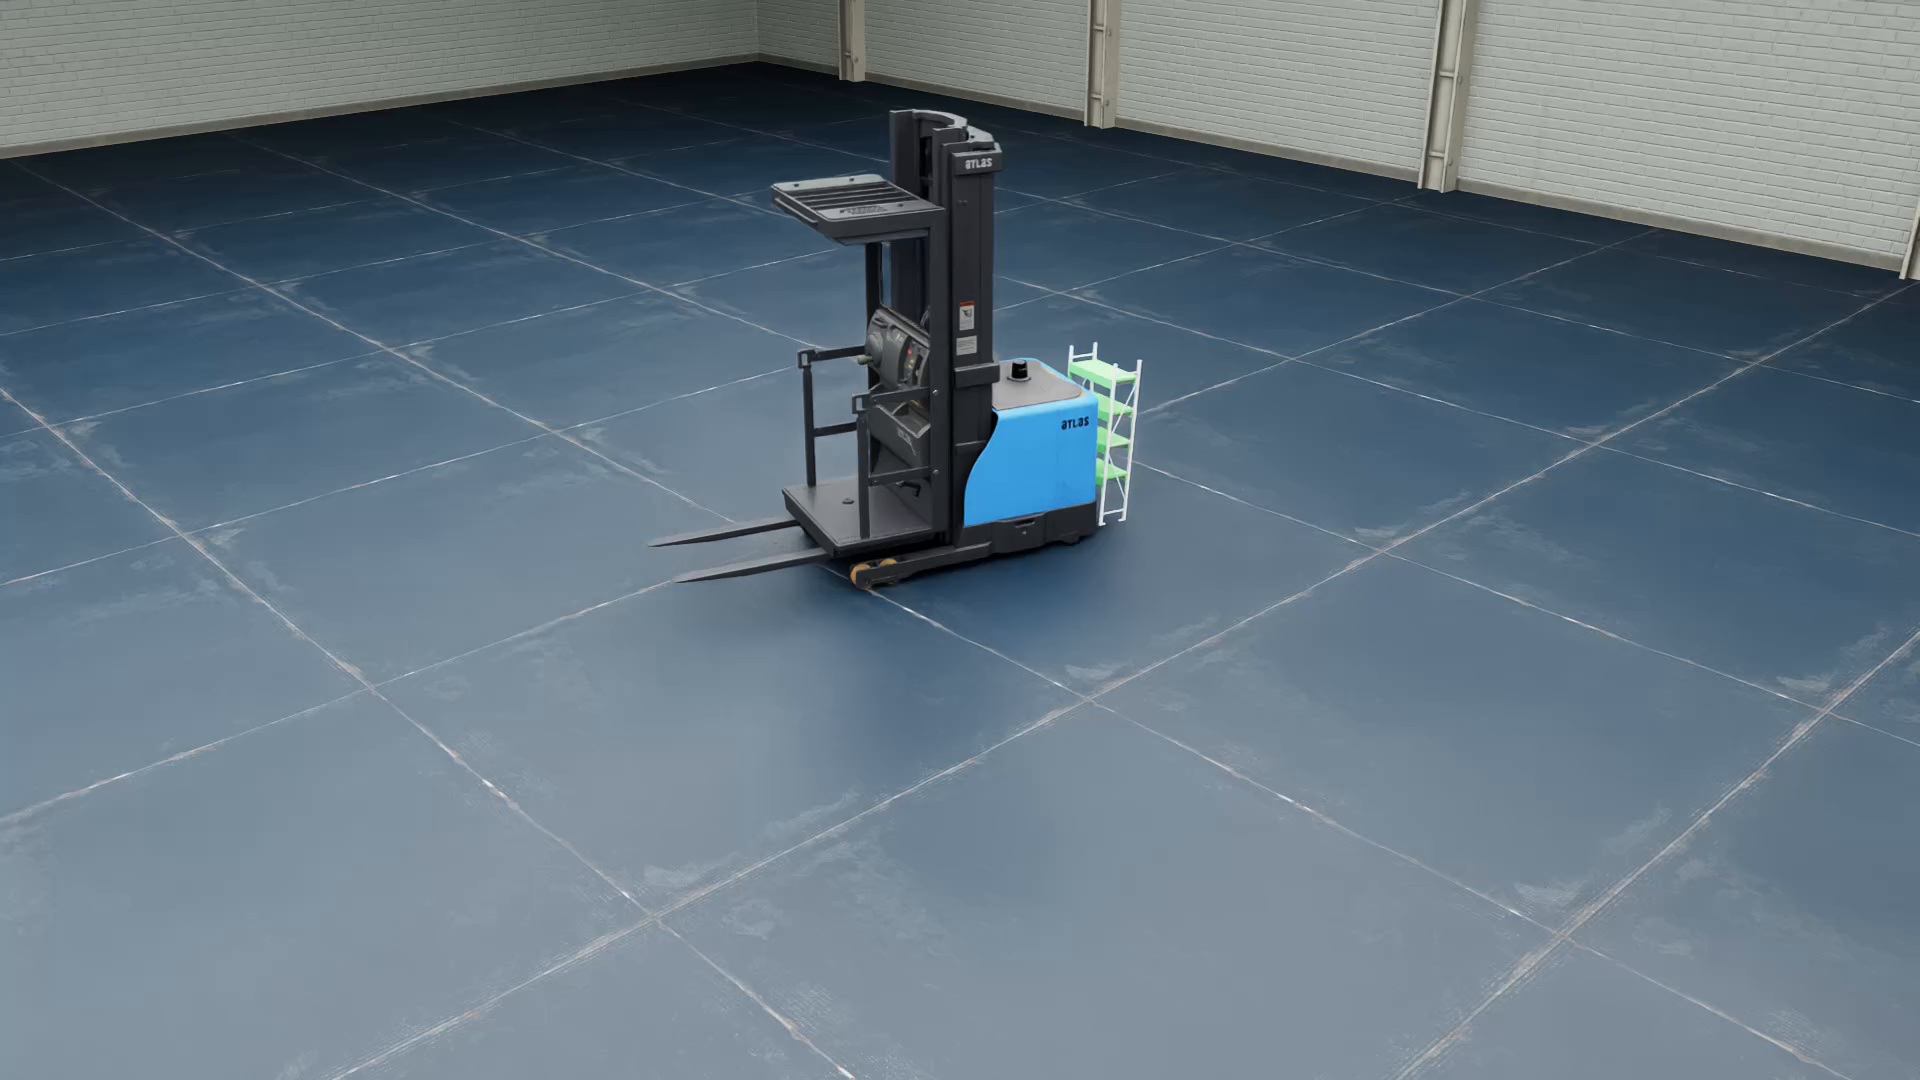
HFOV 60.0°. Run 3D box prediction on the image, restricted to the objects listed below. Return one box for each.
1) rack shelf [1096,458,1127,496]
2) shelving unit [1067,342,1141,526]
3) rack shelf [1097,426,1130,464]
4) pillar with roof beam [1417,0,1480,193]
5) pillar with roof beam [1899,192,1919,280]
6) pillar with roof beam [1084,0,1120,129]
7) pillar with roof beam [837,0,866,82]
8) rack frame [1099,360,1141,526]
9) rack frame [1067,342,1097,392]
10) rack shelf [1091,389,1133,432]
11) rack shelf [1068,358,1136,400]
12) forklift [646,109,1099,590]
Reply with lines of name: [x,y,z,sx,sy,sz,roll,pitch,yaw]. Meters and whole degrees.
rack shelf: [0.975,-0.483,12.074,0.258,0.148,0.480,-12,27,-33]
shelving unit: [0.992,-0.764,11.958,0.258,1.200,0.503,-12,27,-33]
rack shelf: [0.988,-0.705,11.983,0.258,0.148,0.480,-12,27,-33]
pillar with roof beam: [3.134,-7.499,17.345,9.100,9.000,0.400,-21,32,-38]
pillar with roof beam: [7.235,-5.681,13.360,9.100,9.000,0.400,-21,32,-38]
pillar with roof beam: [-0.967,-9.316,21.330,9.100,9.000,0.400,-21,32,-38]
pillar with roof beam: [-5.068,-11.134,25.315,9.100,9.000,0.400,-21,32,-38]
rack frame: [1.131,-0.680,11.776,0.240,1.200,0.015,-12,27,-33]
rack frame: [0.852,-0.847,12.140,0.240,1.200,0.015,-12,27,-33]
rack shelf: [1.001,-0.926,11.891,0.258,0.148,0.480,-12,27,-33]
rack shelf: [1.015,-1.148,11.800,0.258,0.148,0.480,-12,27,-33]
forklift: [-0.597,-1.254,10.968,3.031,2.935,1.130,-11,27,-23]
